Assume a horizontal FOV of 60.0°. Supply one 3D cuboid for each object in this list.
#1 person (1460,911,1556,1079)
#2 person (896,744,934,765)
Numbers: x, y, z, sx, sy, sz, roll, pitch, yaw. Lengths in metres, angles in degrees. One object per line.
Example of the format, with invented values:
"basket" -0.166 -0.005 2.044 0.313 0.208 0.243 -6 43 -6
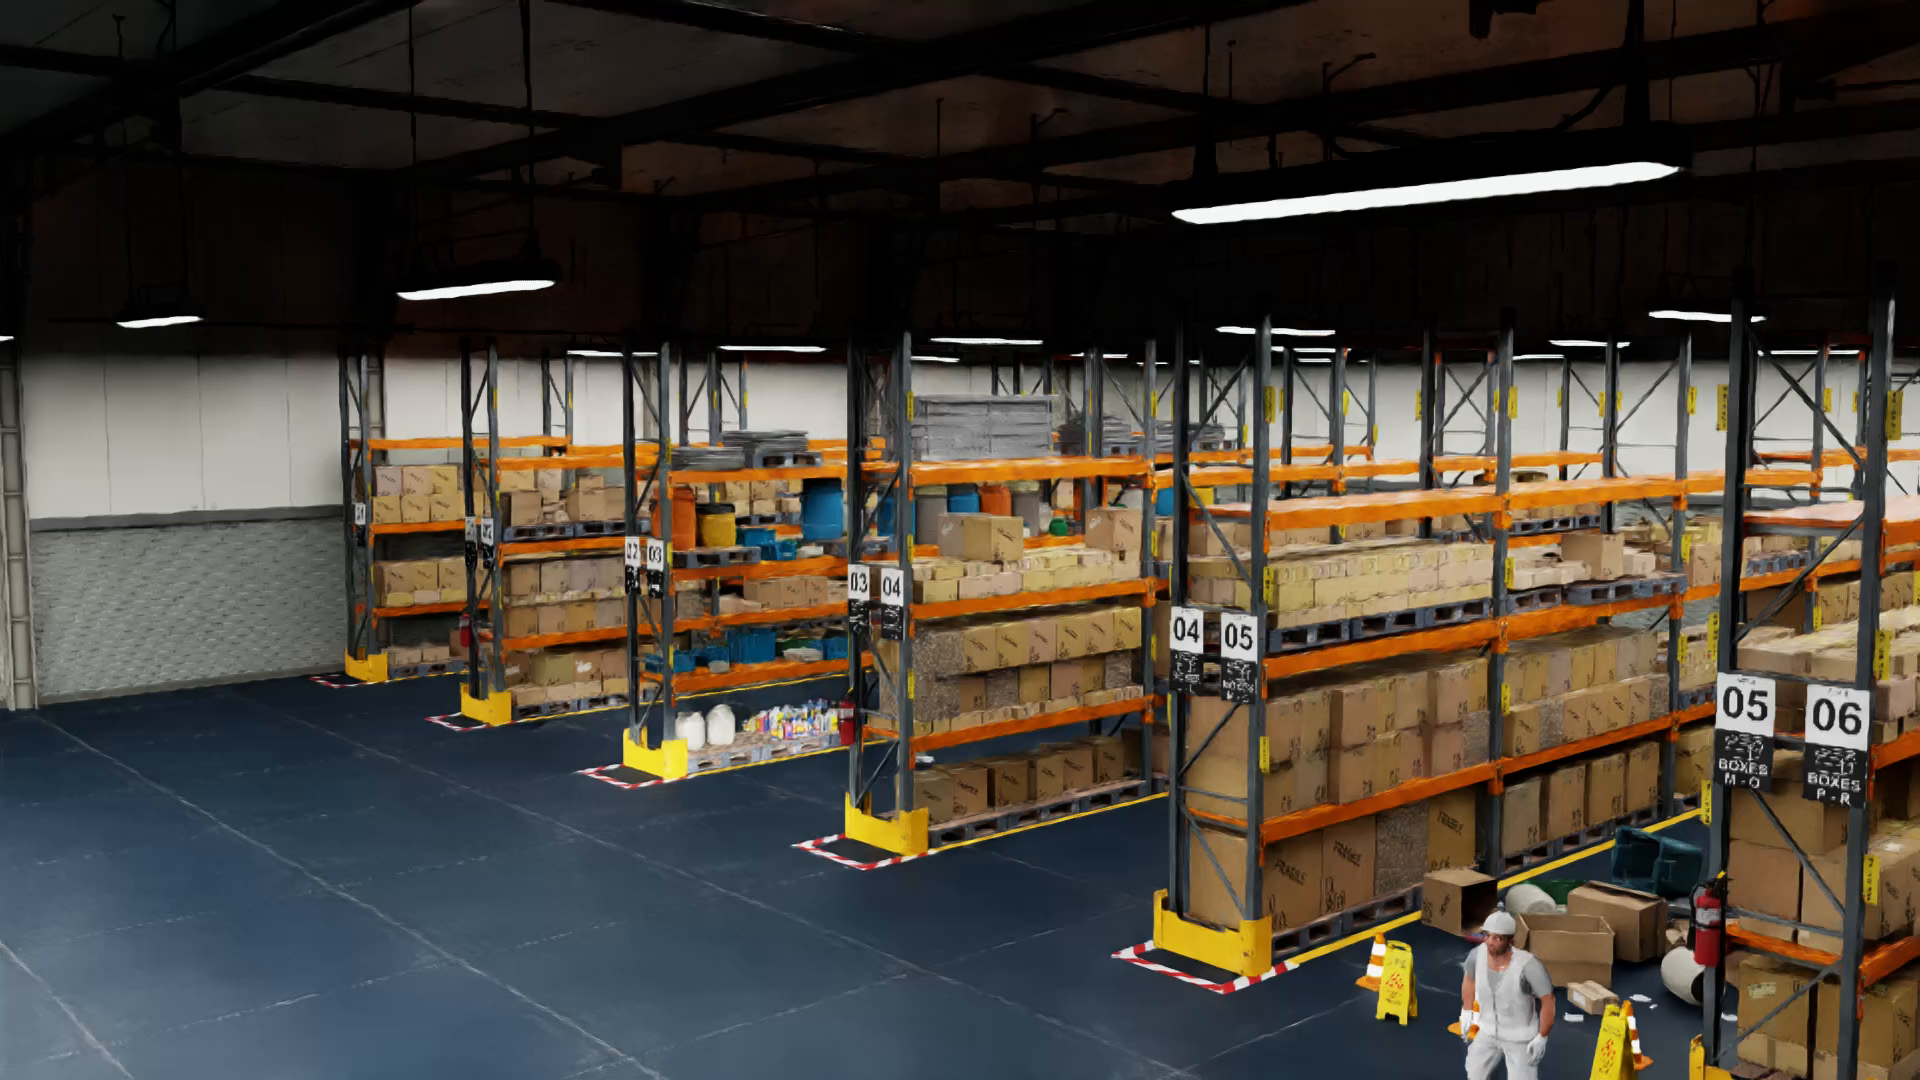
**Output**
"person" 3.640 3.311 11.126 0.552 1.742 0.677 -5 7 -43
"person" -0.624 2.278 22.859 0.454 1.658 0.539 2 5 20
